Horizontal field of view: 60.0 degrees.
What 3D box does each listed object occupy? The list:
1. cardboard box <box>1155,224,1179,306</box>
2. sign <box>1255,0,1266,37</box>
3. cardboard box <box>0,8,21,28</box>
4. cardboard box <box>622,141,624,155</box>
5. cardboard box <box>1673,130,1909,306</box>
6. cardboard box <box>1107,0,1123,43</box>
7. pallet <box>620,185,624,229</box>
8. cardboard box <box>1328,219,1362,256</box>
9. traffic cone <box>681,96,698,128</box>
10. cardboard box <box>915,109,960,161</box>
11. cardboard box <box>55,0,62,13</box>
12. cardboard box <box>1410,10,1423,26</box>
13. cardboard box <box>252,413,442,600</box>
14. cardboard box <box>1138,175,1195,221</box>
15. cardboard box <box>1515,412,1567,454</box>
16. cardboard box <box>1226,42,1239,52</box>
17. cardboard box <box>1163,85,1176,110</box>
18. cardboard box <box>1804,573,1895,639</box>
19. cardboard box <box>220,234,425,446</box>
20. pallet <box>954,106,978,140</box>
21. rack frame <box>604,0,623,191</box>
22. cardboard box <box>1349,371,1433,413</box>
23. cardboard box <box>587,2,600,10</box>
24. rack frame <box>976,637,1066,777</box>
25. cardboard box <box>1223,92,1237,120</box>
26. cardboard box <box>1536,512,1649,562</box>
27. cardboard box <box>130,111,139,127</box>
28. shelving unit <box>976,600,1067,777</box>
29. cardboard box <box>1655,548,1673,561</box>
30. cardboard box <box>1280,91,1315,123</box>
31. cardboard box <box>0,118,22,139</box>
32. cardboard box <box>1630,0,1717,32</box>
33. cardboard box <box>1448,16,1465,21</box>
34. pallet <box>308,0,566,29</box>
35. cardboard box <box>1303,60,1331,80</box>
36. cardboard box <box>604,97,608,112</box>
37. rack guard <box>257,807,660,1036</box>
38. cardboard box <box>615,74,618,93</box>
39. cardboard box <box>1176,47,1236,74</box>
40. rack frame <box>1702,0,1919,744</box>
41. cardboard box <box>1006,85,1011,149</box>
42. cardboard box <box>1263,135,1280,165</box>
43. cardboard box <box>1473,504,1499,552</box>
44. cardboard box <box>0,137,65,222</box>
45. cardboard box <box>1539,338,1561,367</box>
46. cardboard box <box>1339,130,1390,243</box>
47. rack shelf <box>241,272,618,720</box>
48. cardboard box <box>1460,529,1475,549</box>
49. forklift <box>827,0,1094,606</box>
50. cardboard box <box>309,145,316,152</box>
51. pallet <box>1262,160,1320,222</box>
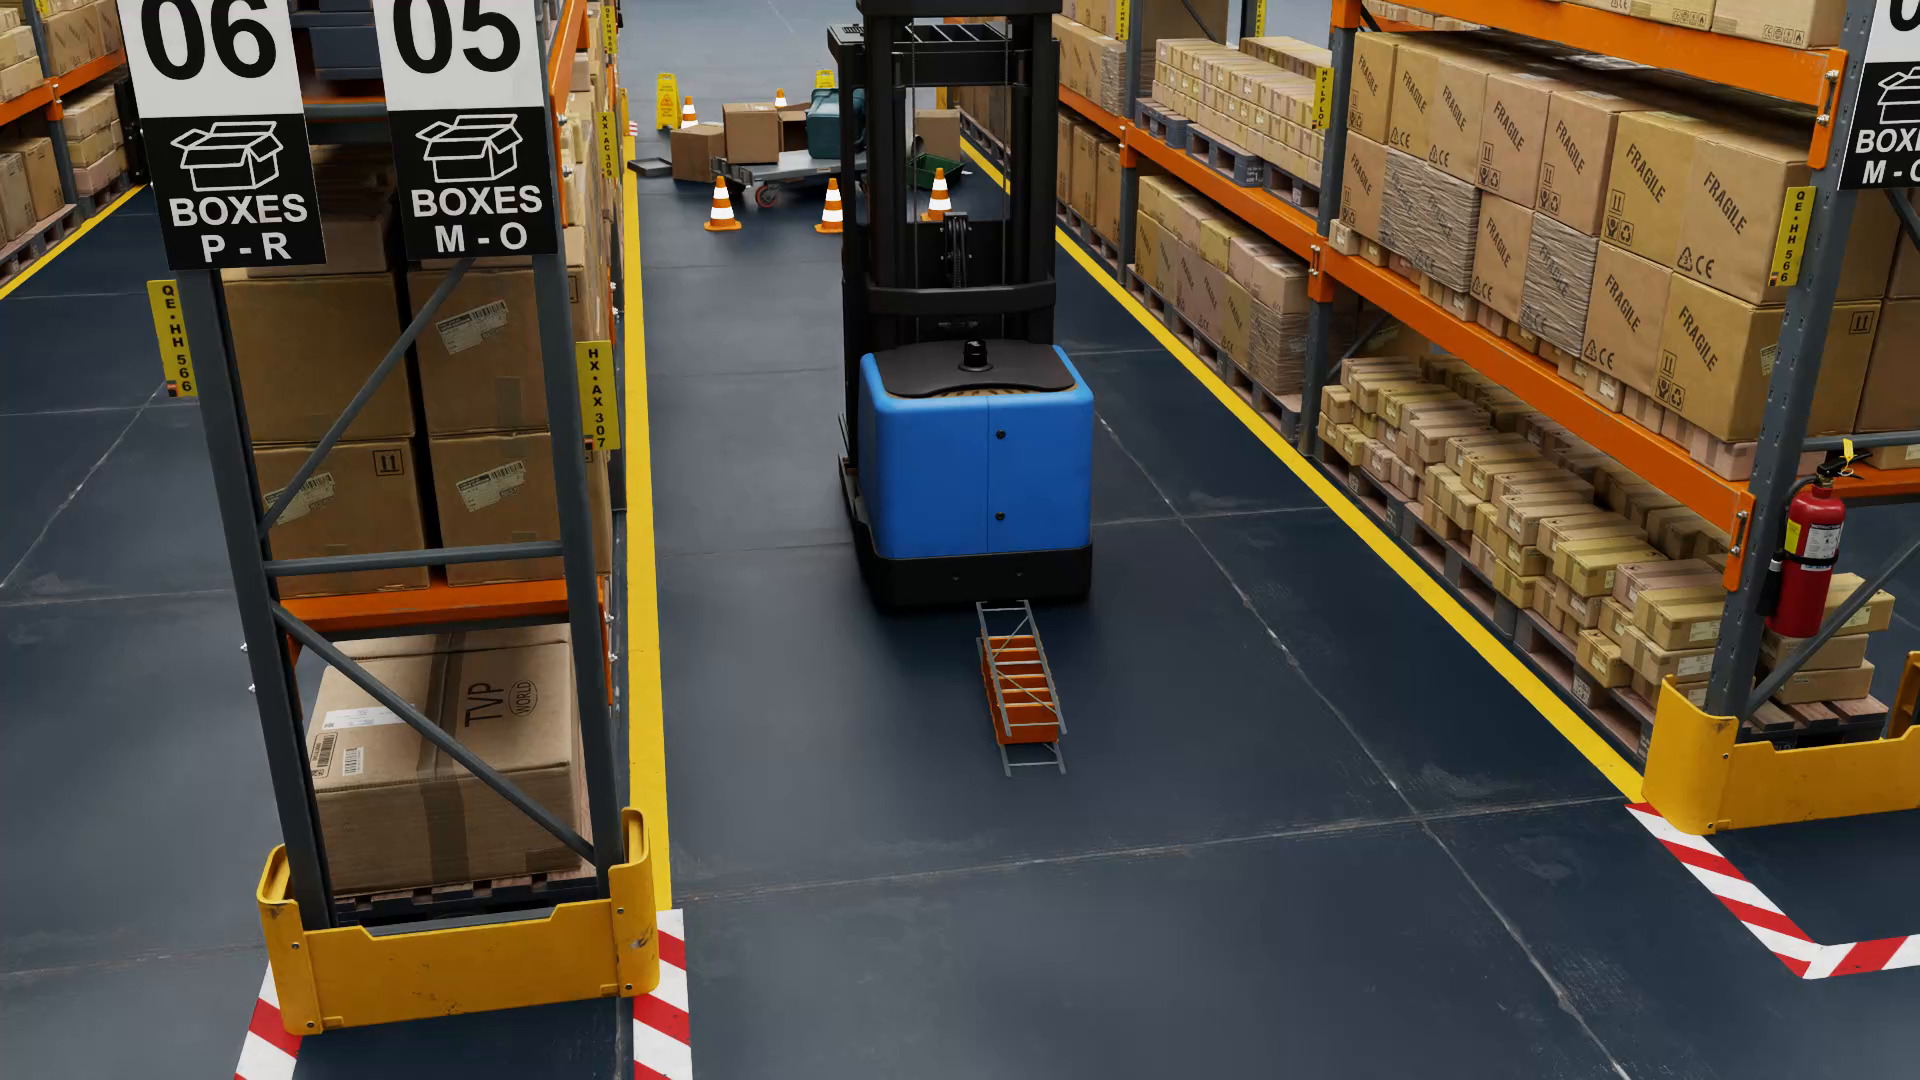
[{"bbox_3d":[1.760,-2.045,12.282,0.500,0.500,0.500,-4,24,-9],"label":"cardboard box"},{"bbox_3d":[2.315,-4.031,12.883,0.100,0.325,0.005,-4,24,-10],"label":"sign"},{"bbox_3d":[-8.398,-4.516,14.407,0.380,0.149,0.250,-3,24,-8],"label":"cardboard box"},{"bbox_3d":[-3.756,-4.053,17.194,0.500,0.250,0.500,-3,24,-7],"label":"cardboard box"},{"bbox_3d":[2.934,-1.148,5.884,0.500,0.500,0.500,-5,24,-11],"label":"cardboard box"},{"bbox_3d":[1.615,-4.373,13.640,0.700,0.500,0.500,-5,24,-11],"label":"cardboard box"},{"bbox_3d":[-3.657,-3.076,15.528,1.003,0.211,1.213,-4,24,-10],"label":"pallet"},{"bbox_3d":[2.254,-1.668,9.136,0.380,0.149,0.250,-3,24,-8],"label":"cardboard box"},{"bbox_3d":[-3.195,-4.997,19.613,0.336,0.463,0.334,-4,24,-10],"label":"traffic cone"},{"bbox_3d":[-0.252,-4.456,18.325,0.500,0.500,0.500,0,24,-1],"label":"cardboard box"},{"bbox_3d":[-8.605,-4.981,15.471,0.380,0.149,0.250,-4,24,-10],"label":"cardboard box"},{"bbox_3d":[5.345,-5.932,18.898,0.380,0.149,0.250,-4,24,-10],"label":"cardboard box"},{"bbox_3d":[-1.933,-0.156,5.234,0.500,0.500,0.500,-4,24,-9],"label":"cardboard box"},{"bbox_3d":[1.673,-2.594,12.603,0.500,0.250,0.500,-5,24,-12],"label":"cardboard box"},{"bbox_3d":[3.096,-0.555,8.566,0.380,0.149,0.250,-5,24,-12],"label":"cardboard box"},{"bbox_3d":[1.966,-3.735,13.429,0.500,0.500,0.500,-4,24,-9],"label":"cardboard box"},{"bbox_3d":[1.717,-3.273,12.286,0.380,0.149,0.250,-3,24,-7],"label":"cardboard box"},{"bbox_3d":[3.500,0.264,6.691,0.380,0.149,0.250,-5,24,-12],"label":"cardboard box"},{"bbox_3d":[-1.906,-0.616,5.038,0.500,0.500,0.500,-4,24,-8],"label":"cardboard box"},{"bbox_3d":[0.529,-5.052,20.055,1.003,0.211,1.213,-4,24,-10],"label":"pallet"},{"bbox_3d":[-3.802,-4.660,15.671,1.000,3.000,0.127,-4,24,-10],"label":"rack frame"},{"bbox_3d":[2.376,-0.814,9.160,0.380,0.149,0.250,-3,24,-7],"label":"cardboard box"},{"bbox_3d":[-2.710,-3.406,11.427,0.500,0.500,0.500,-5,24,-11],"label":"cardboard box"},{"bbox_3d":[0.247,0.691,7.151,0.240,0.006,1.200,-2,24,-5],"label":"rack frame"},{"bbox_3d":[1.969,-2.889,11.034,0.380,0.149,0.250,-3,24,-8],"label":"cardboard box"},{"bbox_3d":[2.767,0.004,7.287,0.380,0.149,0.250,-5,24,-12],"label":"cardboard box"},{"bbox_3d":[-8.735,-4.261,17.044,0.500,0.250,0.500,-4,24,-10],"label":"cardboard box"},{"bbox_3d":[0.247,0.608,7.114,0.258,0.189,1.200,-2,24,-5],"label":"shelving unit"},{"bbox_3d":[3.350,0.096,7.447,0.380,0.149,0.250,-4,24,-8],"label":"cardboard box"},{"bbox_3d":[2.161,-2.620,10.047,0.380,0.149,0.250,-5,24,-11],"label":"cardboard box"},{"bbox_3d":[-8.961,-3.861,15.503,0.500,0.250,0.500,-4,24,-9],"label":"cardboard box"},{"bbox_3d":[2.817,-2.011,6.047,0.500,0.250,0.500,-4,24,-10],"label":"cardboard box"},{"bbox_3d":[5.857,-5.956,18.143,0.875,0.500,0.500,-4,24,-10],"label":"cardboard box"},{"bbox_3d":[-1.960,-2.045,6.049,1.003,0.211,1.213,-4,24,-10],"label":"pallet"},{"bbox_3d":[2.561,-3.175,11.317,0.380,0.149,0.250,-3,24,-7],"label":"cardboard box"},{"bbox_3d":[-2.510,-2.674,10.687,0.500,0.250,0.500,-5,24,-11],"label":"cardboard box"},{"bbox_3d":[-1.579,1.215,5.343,1.175,0.500,0.348,-4,24,-10],"label":"rack guard"},{"bbox_3d":[-3.610,-4.539,16.557,0.380,0.149,0.250,-4,24,-9],"label":"cardboard box"},{"bbox_3d":[1.772,-3.444,11.934,0.380,0.149,0.250,-4,24,-10],"label":"cardboard box"},{"bbox_3d":[3.263,-0.346,5.794,1.000,3.000,0.127,-4,24,-10],"label":"rack frame"},{"bbox_3d":[0.996,-4.537,17.521,0.875,0.875,0.875,-4,24,-9],"label":"cardboard box"},{"bbox_3d":[2.116,-2.437,10.371,0.380,0.149,0.250,-6,24,-12],"label":"cardboard box"},{"bbox_3d":[2.649,-0.064,7.814,0.380,0.149,0.250,-3,24,-7],"label":"cardboard box"},{"bbox_3d":[-8.572,-3.191,14.750,0.875,0.625,0.625,-3,24,-7],"label":"cardboard box"},{"bbox_3d":[2.773,-0.851,7.265,0.380,0.149,0.250,-5,24,-12],"label":"cardboard box"},{"bbox_3d":[2.367,-1.888,8.828,0.500,0.500,0.500,-5,24,-11],"label":"cardboard box"},{"bbox_3d":[-1.953,-0.397,6.809,1.077,0.370,4.000,-4,24,-10],"label":"rack shelf"},{"bbox_3d":[2.678,-0.033,8.115,0.380,0.149,0.250,-4,24,-8],"label":"cardboard box"},{"bbox_3d":[-0.091,-1.590,8.727,1.130,2.935,3.031,-3,24,-8],"label":"forklift"},{"bbox_3d":[-2.136,-1.365,5.943,0.380,0.149,0.250,-4,24,-8],"label":"cardboard box"},{"bbox_3d":[2.525,-2.143,10.148,1.003,0.211,1.213,-4,24,-10],"label":"pallet"}]
